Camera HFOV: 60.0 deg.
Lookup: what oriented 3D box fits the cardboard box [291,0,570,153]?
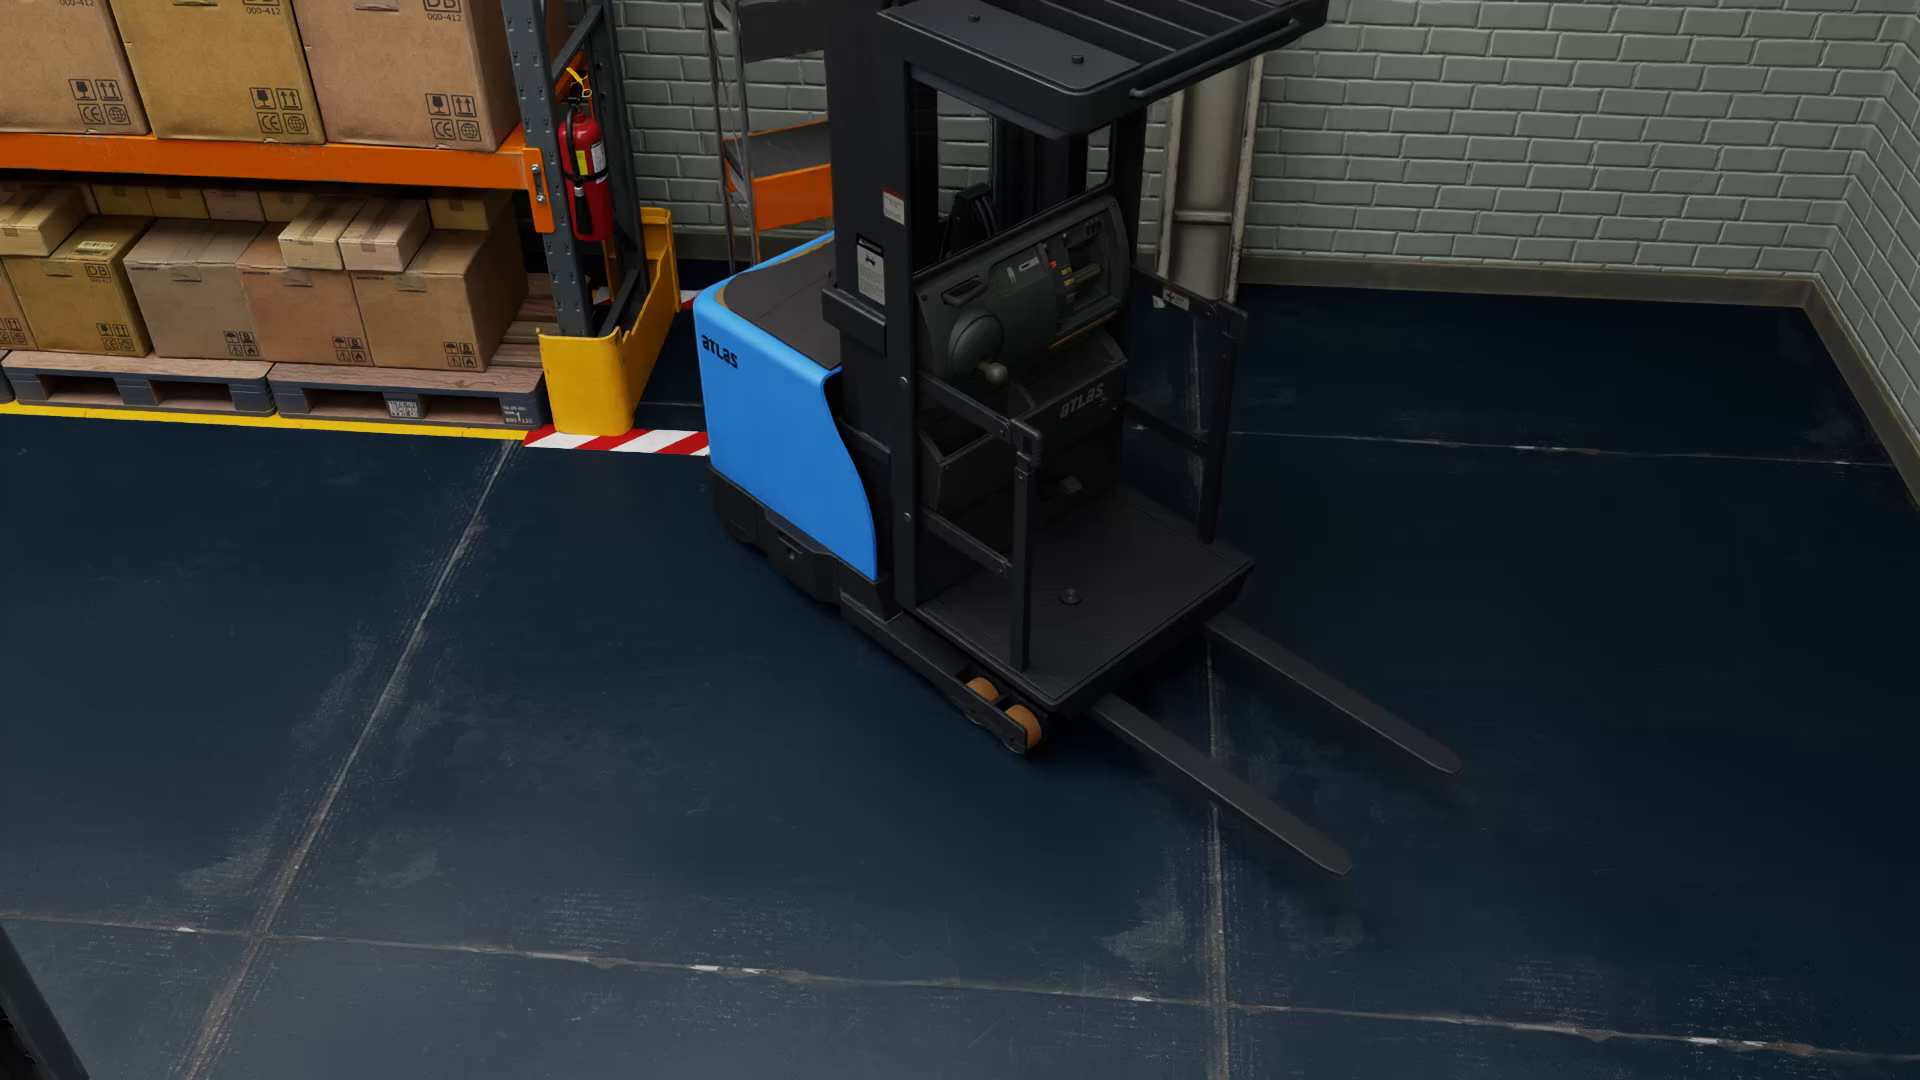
[{"bbox_3d":[-2.114,-2.131,6.755,0.700,0.700,0.980,5,39,6],"label":"cardboard box"}]

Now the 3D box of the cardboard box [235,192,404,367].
[{"bbox_3d":[-2.810,-1.189,7.482,0.500,0.500,0.700,3,39,4],"label":"cardboard box"}]

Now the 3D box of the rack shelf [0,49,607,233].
[{"bbox_3d":[-3.598,-1.823,7.184,4.000,0.370,1.077,3,39,4],"label":"rack shelf"}]

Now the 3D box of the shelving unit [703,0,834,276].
[{"bbox_3d":[-0.675,-1.408,6.816,0.503,2.100,0.431,-16,42,-19],"label":"shelving unit"}]

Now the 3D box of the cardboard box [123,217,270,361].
[{"bbox_3d":[-3.311,-1.216,7.515,0.500,0.500,0.700,2,39,2],"label":"cardboard box"}]

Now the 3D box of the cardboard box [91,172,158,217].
[{"bbox_3d":[-3.685,-1.615,7.491,0.250,0.149,0.380,2,39,3],"label":"cardboard box"}]

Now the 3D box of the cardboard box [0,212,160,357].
[{"bbox_3d":[-3.843,-1.241,7.546,0.500,0.500,0.700,4,39,5],"label":"cardboard box"}]

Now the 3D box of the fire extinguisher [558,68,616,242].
[{"bbox_3d":[-1.495,-1.520,6.598,0.183,0.674,0.296,3,39,4],"label":"fire extinguisher"}]

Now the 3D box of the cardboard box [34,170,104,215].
[{"bbox_3d":[-3.942,-1.628,7.508,0.250,0.149,0.380,4,39,4],"label":"cardboard box"}]

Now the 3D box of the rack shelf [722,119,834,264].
[{"bbox_3d":[-0.675,-1.397,6.824,0.480,0.518,0.431,-16,42,-19],"label":"rack shelf"}]

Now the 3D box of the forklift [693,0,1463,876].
[{"bbox_3d":[0.371,-0.762,5.364,1.130,2.935,3.031,-31,49,-33],"label":"forklift"}]

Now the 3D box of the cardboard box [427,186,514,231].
[{"bbox_3d":[-2.170,-1.533,7.390,0.250,0.149,0.380,3,39,4],"label":"cardboard box"}]

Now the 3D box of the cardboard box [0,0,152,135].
[{"bbox_3d":[-3.599,-2.211,6.853,0.700,0.700,0.980,1,39,2],"label":"cardboard box"}]

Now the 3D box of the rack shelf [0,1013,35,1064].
[{"bbox_3d":[-4.022,1.292,3.356,4.000,0.370,1.077,3,39,4],"label":"rack shelf"}]

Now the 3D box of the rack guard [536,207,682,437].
[{"bbox_3d":[-1.582,-1.023,7.610,0.348,0.500,1.175,3,39,4],"label":"rack guard"}]

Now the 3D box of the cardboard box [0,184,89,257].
[{"bbox_3d":[-4.009,-1.389,7.214,0.250,0.149,0.380,2,39,3],"label":"cardboard box"}]

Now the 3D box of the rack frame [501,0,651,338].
[{"bbox_3d":[-1.605,-1.993,6.823,0.127,3.000,1.000,3,39,4],"label":"rack frame"}]

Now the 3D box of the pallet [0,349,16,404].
[{"bbox_3d":[-4.840,-1.039,7.859,1.213,0.211,1.003,3,39,4],"label":"pallet"}]

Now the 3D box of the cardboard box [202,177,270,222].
[{"bbox_3d":[-3.177,-1.587,7.457,0.250,0.149,0.380,4,39,4],"label":"cardboard box"}]

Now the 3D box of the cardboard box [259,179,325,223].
[{"bbox_3d":[-2.924,-1.574,7.441,0.250,0.149,0.380,3,39,4],"label":"cardboard box"}]

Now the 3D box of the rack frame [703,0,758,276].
[{"bbox_3d":[-0.897,-1.345,6.738,0.015,2.100,0.400,-16,42,-19],"label":"rack frame"}]

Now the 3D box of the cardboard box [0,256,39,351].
[{"bbox_3d":[-4.354,-1.270,7.582,0.500,0.500,0.700,3,39,3],"label":"cardboard box"}]

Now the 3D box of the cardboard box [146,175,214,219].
[{"bbox_3d":[-3.433,-1.600,7.474,0.250,0.149,0.380,4,39,4],"label":"cardboard box"}]

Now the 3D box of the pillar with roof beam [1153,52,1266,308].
[{"bbox_3d":[0.788,-2.009,2.090,0.400,9.000,9.100,3,39,4],"label":"pillar with roof beam"}]

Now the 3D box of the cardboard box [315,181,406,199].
[{"bbox_3d":[-2.674,-1.560,7.424,0.250,0.149,0.380,3,39,4],"label":"cardboard box"}]

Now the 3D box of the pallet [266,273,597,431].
[{"bbox_3d":[-2.409,-0.906,7.696,1.213,0.211,1.003,3,39,4],"label":"pallet"}]

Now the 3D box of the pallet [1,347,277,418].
[{"bbox_3d":[-3.621,-0.974,7.780,1.213,0.211,1.003,3,39,4],"label":"pallet"}]

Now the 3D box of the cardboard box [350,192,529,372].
[{"bbox_3d":[-2.311,-1.162,7.449,0.500,0.500,0.700,3,39,4],"label":"cardboard box"}]

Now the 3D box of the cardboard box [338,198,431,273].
[{"bbox_3d":[-2.455,-1.306,7.112,0.250,0.149,0.380,3,39,3],"label":"cardboard box"}]

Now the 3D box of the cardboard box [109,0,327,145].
[{"bbox_3d":[-2.840,-2.164,6.795,0.700,0.700,0.980,3,39,3],"label":"cardboard box"}]

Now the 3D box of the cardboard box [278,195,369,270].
[{"bbox_3d":[-2.710,-1.319,7.128,0.250,0.149,0.380,4,39,5],"label":"cardboard box"}]

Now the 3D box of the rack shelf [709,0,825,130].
[{"bbox_3d":[-0.675,-1.941,6.383,0.480,0.518,0.431,-16,42,-19],"label":"rack shelf"}]

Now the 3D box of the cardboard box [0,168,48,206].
[{"bbox_3d":[-4.194,-1.642,7.525,0.250,0.149,0.380,2,39,2],"label":"cardboard box"}]
